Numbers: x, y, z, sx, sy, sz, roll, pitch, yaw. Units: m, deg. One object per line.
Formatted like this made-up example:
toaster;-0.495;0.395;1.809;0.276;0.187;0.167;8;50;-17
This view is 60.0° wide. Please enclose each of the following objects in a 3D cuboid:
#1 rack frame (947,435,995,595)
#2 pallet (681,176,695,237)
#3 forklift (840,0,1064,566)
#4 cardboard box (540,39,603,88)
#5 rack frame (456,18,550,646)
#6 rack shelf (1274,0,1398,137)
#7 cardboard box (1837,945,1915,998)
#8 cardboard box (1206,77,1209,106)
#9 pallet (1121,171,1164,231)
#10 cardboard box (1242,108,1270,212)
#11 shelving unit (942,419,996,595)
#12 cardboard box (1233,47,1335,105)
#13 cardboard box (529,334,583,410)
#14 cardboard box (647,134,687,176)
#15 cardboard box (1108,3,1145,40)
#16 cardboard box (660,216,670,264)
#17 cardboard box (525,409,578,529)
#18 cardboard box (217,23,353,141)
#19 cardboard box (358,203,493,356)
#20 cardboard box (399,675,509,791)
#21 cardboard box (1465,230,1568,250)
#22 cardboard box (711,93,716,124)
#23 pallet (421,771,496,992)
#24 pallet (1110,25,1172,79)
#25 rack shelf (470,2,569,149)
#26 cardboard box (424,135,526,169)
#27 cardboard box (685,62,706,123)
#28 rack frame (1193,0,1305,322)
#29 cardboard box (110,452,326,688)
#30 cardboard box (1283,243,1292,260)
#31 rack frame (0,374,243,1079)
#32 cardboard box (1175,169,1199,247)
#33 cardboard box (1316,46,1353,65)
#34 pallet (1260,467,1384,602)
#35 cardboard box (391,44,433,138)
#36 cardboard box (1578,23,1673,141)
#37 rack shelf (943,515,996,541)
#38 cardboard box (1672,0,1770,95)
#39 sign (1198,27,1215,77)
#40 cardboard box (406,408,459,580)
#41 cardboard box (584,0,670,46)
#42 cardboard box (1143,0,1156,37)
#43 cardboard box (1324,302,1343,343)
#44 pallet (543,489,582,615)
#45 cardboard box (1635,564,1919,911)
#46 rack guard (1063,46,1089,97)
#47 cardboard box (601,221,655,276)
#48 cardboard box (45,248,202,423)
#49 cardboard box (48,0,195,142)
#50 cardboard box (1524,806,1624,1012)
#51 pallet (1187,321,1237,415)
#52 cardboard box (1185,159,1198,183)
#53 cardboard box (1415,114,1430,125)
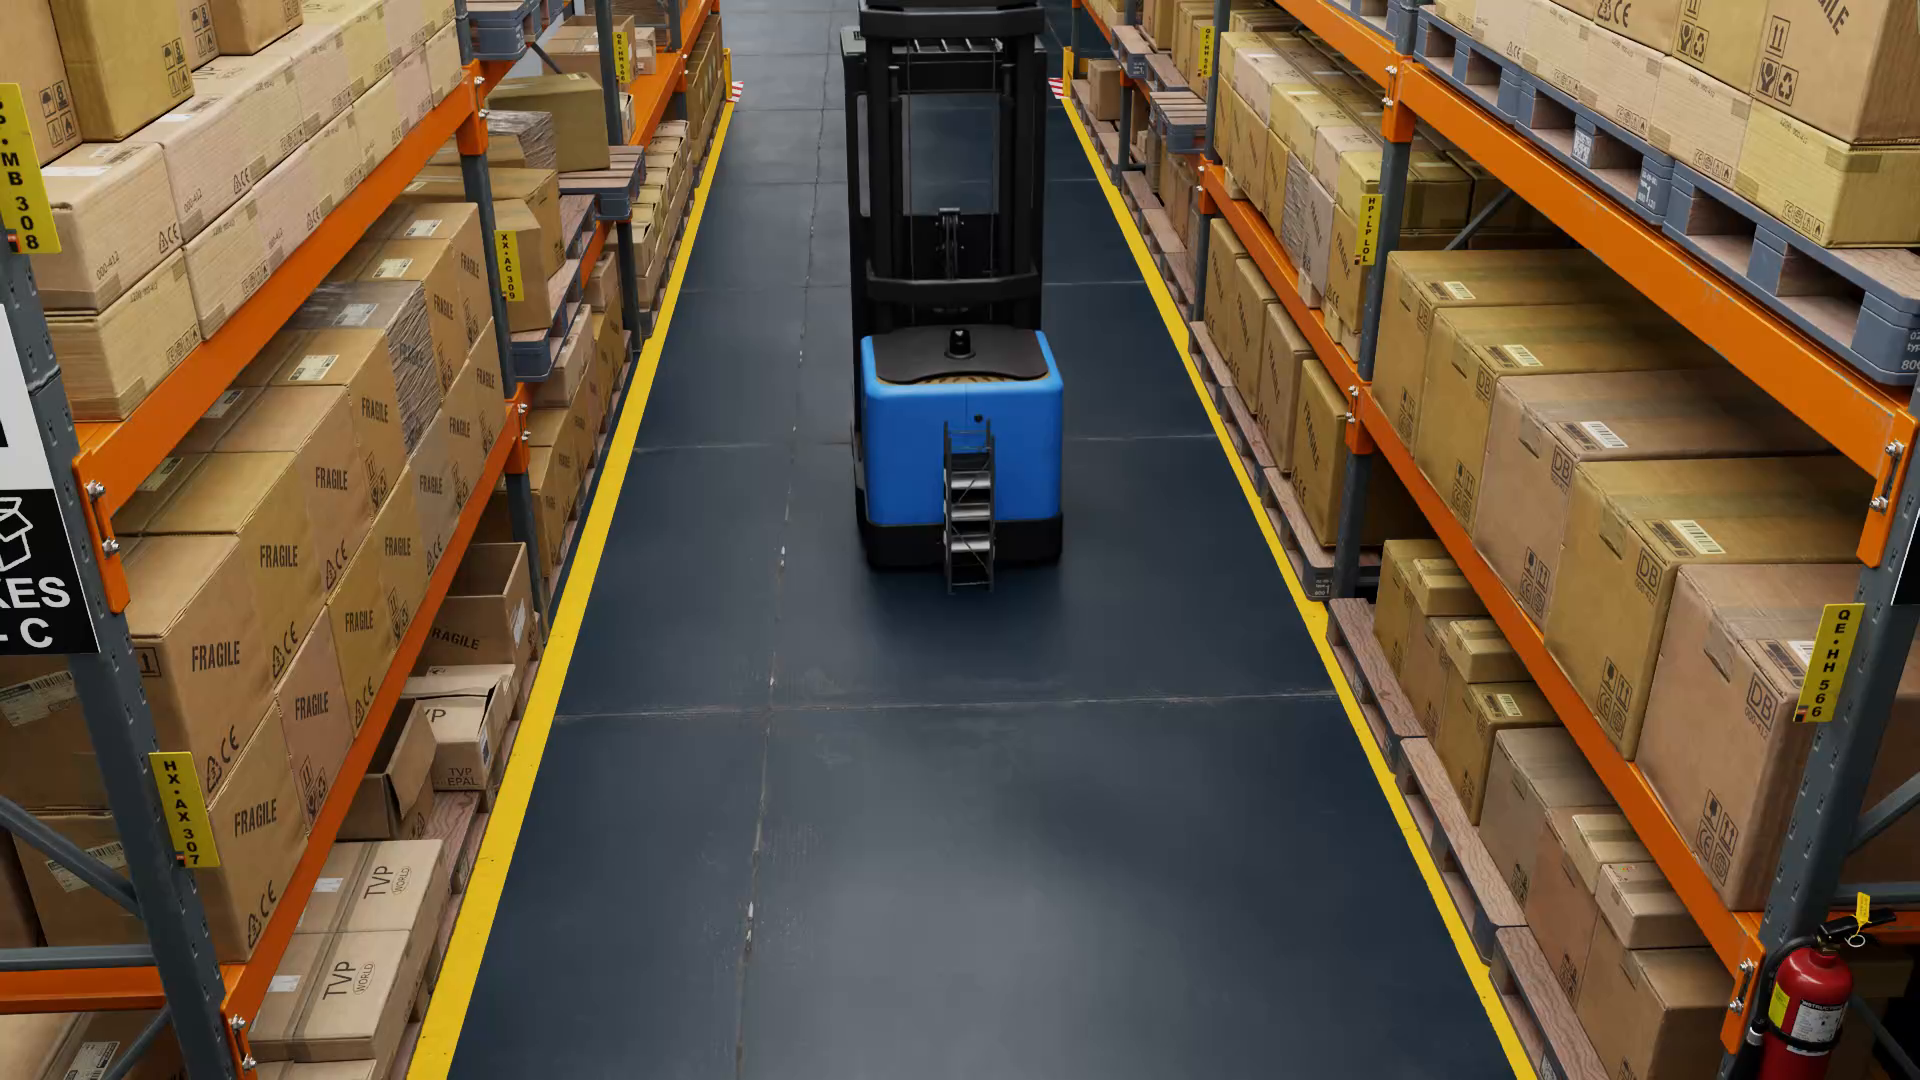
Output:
rack frame;0.055;-0.117;8.501;0.240;0.900;0.006;-2;28;-5
pallet;-2.895;-2.940;14.658;1.003;0.211;1.213;-1;28;-3
forklift;-0.100;-1.812;9.555;1.130;2.935;3.031;-2;28;-5
cardboard box;-2.867;-3.487;12.583;0.500;0.500;0.500;-3;28;-5
rack frame;-2.554;-0.821;7.580;1.000;3.000;0.127;-1;28;-3
rack shelf;2.288;-2.877;9.056;1.077;0.370;4.000;-1;28;-3
cardboard box;2.671;1.272;5.115;0.380;0.149;0.250;-1;28;-2
cardboard box;2.149;-3.245;11.645;0.700;0.500;0.500;-5;28;-9
pallet;2.017;-3.041;14.852;1.003;0.211;1.213;-1;28;-3
cardboard box;1.996;-2.273;9.912;0.500;0.500;0.500;-2;28;-3
shelving unit;0.046;-0.164;8.591;0.258;0.900;0.210;-2;28;-5
cardboard box;1.979;-2.843;10.194;0.500;0.250;0.500;-2;28;-3
cardboard box;-2.388;-0.931;9.208;0.500;0.250;0.500;-1;28;-3
cardboard box;-2.631;-3.311;14.267;0.500;0.311;0.500;-1;28;-1
cardboard box;1.647;-4.790;15.331;0.500;0.250;0.500;-1;28;-3
cardboard box;-2.558;-2.356;13.043;0.500;0.250;0.500;-2;28;-4
cardboard box;-2.375;-0.383;8.968;0.500;0.500;0.500;-1;28;-2
cardboard box;-2.186;-1.395;5.059;0.500;0.250;0.500;-1;28;-3
cardboard box;-2.269;-1.081;6.890;0.500;0.500;0.500;-1;28;-2
cardboard box;-2.202;0.779;6.944;0.500;0.311;0.500;-1;28;-3
cardboard box;2.620;-1.346;8.135;0.500;0.500;0.500;-2;28;-4
cardboard box;-2.768;-4.396;16.955;0.500;0.250;0.500;-1;28;-3
pallet;-2.453;1.298;6.534;1.003;0.211;1.213;-1;28;-3
pallet;1.869;-4.195;14.257;1.003;0.211;1.213;-1;28;-3
rack shelf;-2.659;-2.755;8.823;1.077;0.370;4.000;-1;28;-3
cardboard box;-2.708;-1.866;9.021;0.700;0.500;0.500;-8;29;-16
cardboard box;-2.718;-4.267;15.896;0.500;0.500;0.500;-1;28;-3
rack frame;2.183;-2.789;11.354;1.000;3.000;0.127;-1;28;-3
cardboard box;-2.140;0.086;4.651;0.500;0.500;0.500;-1;28;-2
cardboard box;2.067;-1.699;9.515;0.380;0.149;0.250;-1;28;-1
rack frame;-2.345;1.027;4.038;1.000;3.000;0.127;-1;28;-3
cardboard box;2.129;-2.677;13.366;0.700;0.500;0.500;-2;28;-3
cardboard box;2.490;-2.864;10.236;0.500;0.250;0.500;-2;28;-4
pallet;2.277;-0.060;9.137;1.003;0.211;1.213;-1;28;-3
cardboard box;-2.248;-1.635;6.059;0.500;0.250;0.500;-1;28;-3
cardboard box;2.238;-1.401;5.049;0.500;0.250;0.500;-2;28;-4
rack shelf;0.046;-0.055;8.648;0.258;0.077;0.200;-2;28;-5
cardboard box;2.275;-1.484;4.397;0.500;0.500;0.500;-1;28;-1
sign;1.642;-3.250;11.071;0.100;0.325;0.005;-1;28;-3
cardboard box;-2.215;-0.165;6.215;0.500;0.500;0.500;-1;28;-1
cardboard box;-3.002;-4.764;15.033;0.700;0.500;0.500;-2;28;-4
cardboard box;1.967;-4.640;14.319;0.700;0.500;0.500;-1;28;-2
cardboard box;2.055;-1.105;8.375;0.380;0.149;0.250;-1;28;-2
pallet;-2.635;0.041;8.943;1.003;0.211;1.213;-1;28;-3
cardboard box;2.565;0.537;4.652;0.980;0.700;0.700;0;28;0
rack guard;1.770;-5.340;18.949;1.175;0.500;0.348;-1;28;-3
cardboard box;-2.497;-2.133;12.008;0.500;0.311;0.500;0;28;-1
cardboard box;-2.118;-0.480;3.846;0.500;0.250;0.500;-1;28;-3
cardboard box;-2.330;-1.261;3.991;0.700;0.500;0.500;-1;28;-3
cardboard box;2.439;1.275;5.810;0.700;0.500;0.500;-1;28;-3
pallet;2.149;-1.187;11.297;1.003;0.211;1.213;-1;28;-3
cardboard box;2.095;-3.042;13.255;0.500;0.250;0.500;-2;28;-3
cardboard box;2.563;-2.151;8.868;0.500;0.250;0.500;-2;28;-4
